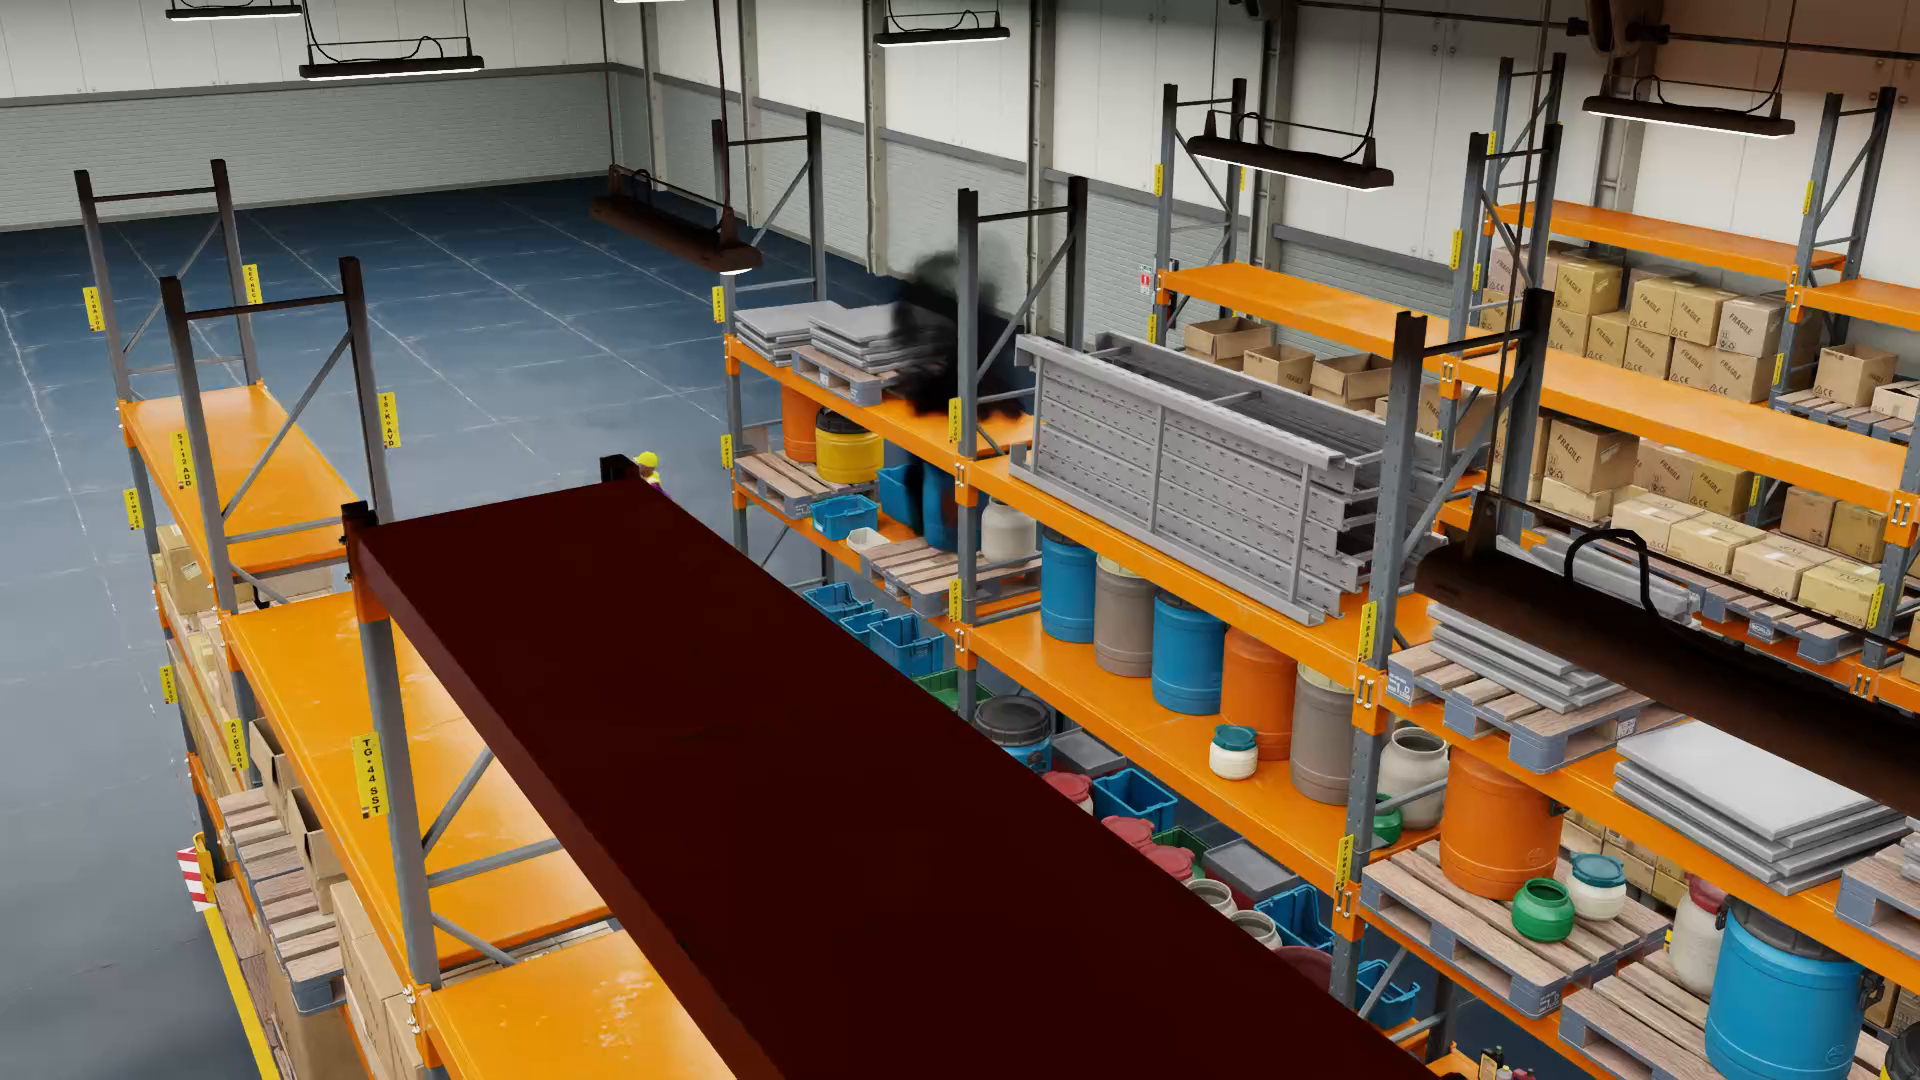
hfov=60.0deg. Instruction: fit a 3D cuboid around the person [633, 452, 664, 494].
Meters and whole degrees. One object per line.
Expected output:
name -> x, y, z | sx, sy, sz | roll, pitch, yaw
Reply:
person -> -3.632, -0.211, 19.597 | 0.787, 1.735, 0.698 | -3, 22, -8
